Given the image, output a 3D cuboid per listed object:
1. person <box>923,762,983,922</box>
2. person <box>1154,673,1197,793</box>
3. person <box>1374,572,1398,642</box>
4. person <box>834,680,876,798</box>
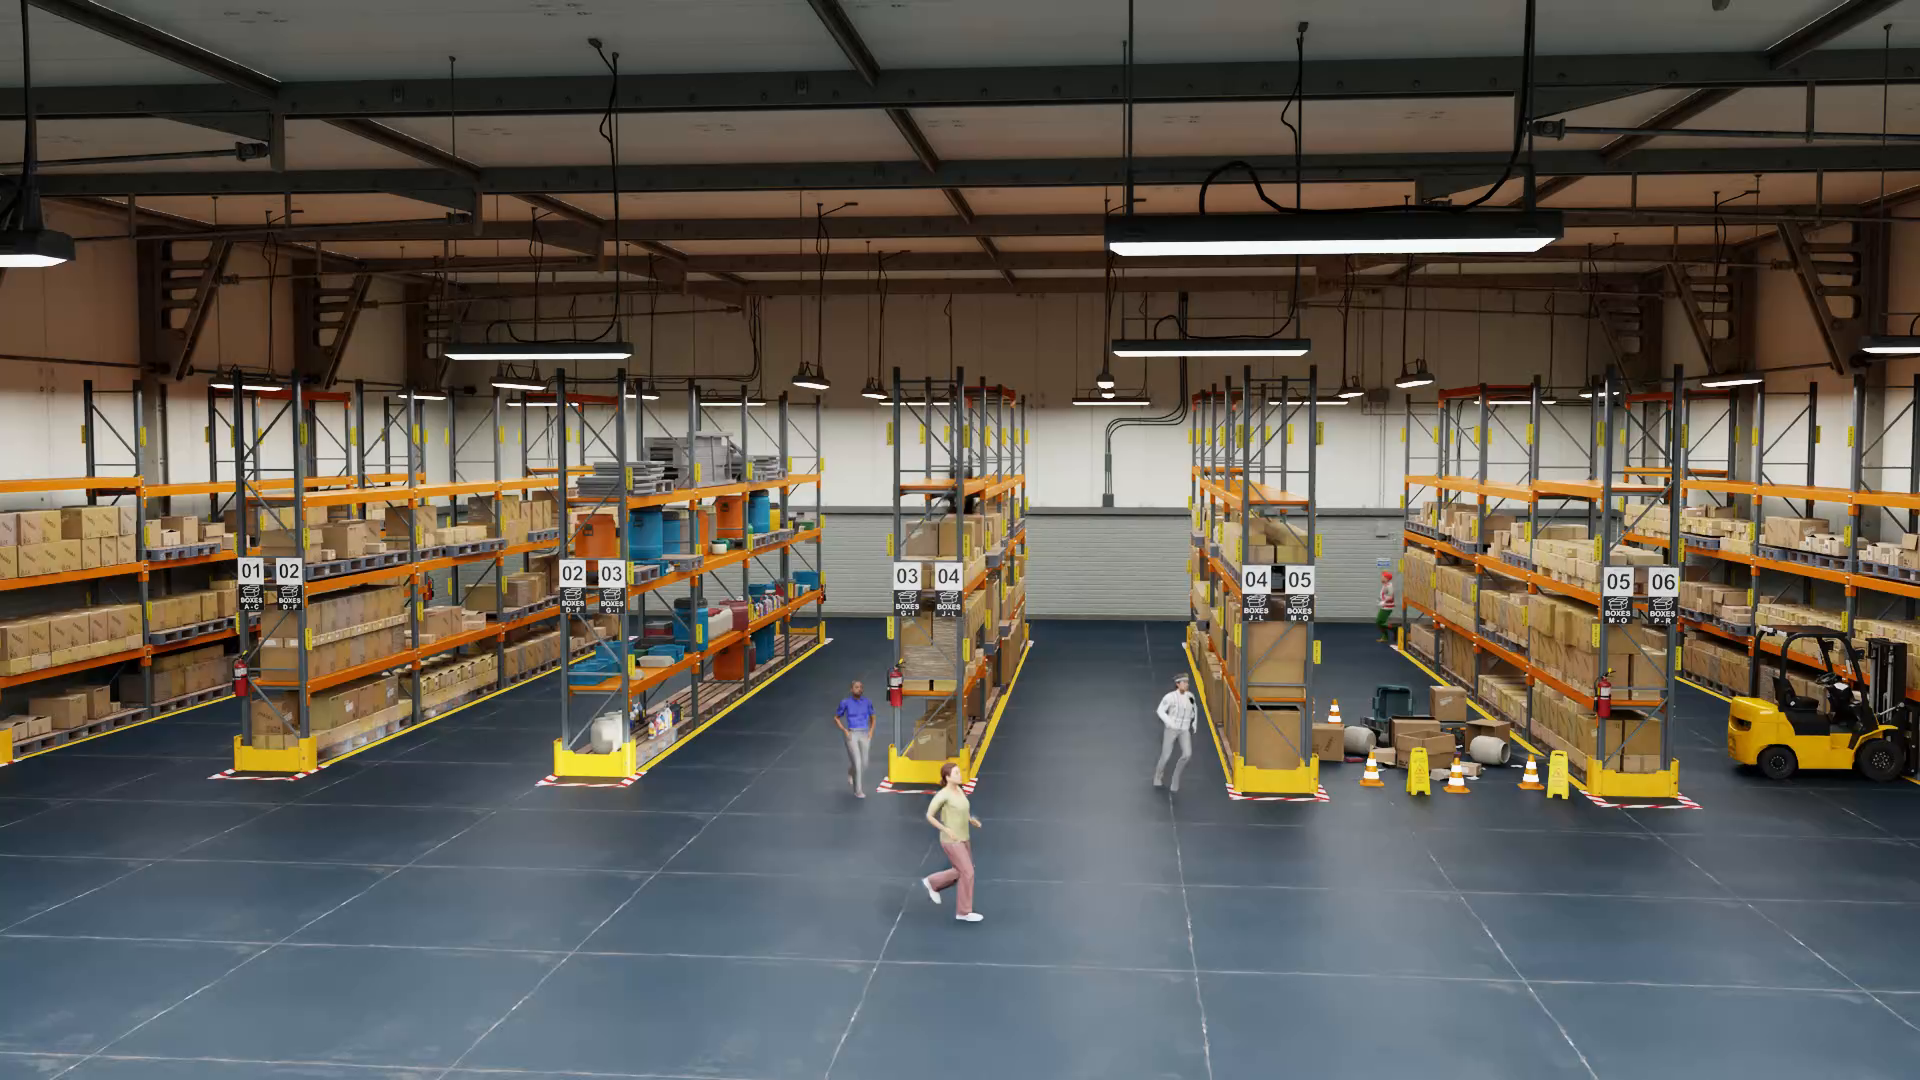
[{"bbox_3d":[-0.095,3.112,17.252,0.753,1.628,0.586,2,4,30],"label":"person"},{"bbox_3d":[3.110,2.715,23.593,0.675,1.685,0.645,-1,4,-13],"label":"person"},{"bbox_3d":[10.402,1.638,40.365,0.651,1.725,0.645,1,4,12],"label":"person"},{"bbox_3d":[-1.460,2.749,23.223,0.596,1.593,0.706,-2,4,-25],"label":"person"}]
